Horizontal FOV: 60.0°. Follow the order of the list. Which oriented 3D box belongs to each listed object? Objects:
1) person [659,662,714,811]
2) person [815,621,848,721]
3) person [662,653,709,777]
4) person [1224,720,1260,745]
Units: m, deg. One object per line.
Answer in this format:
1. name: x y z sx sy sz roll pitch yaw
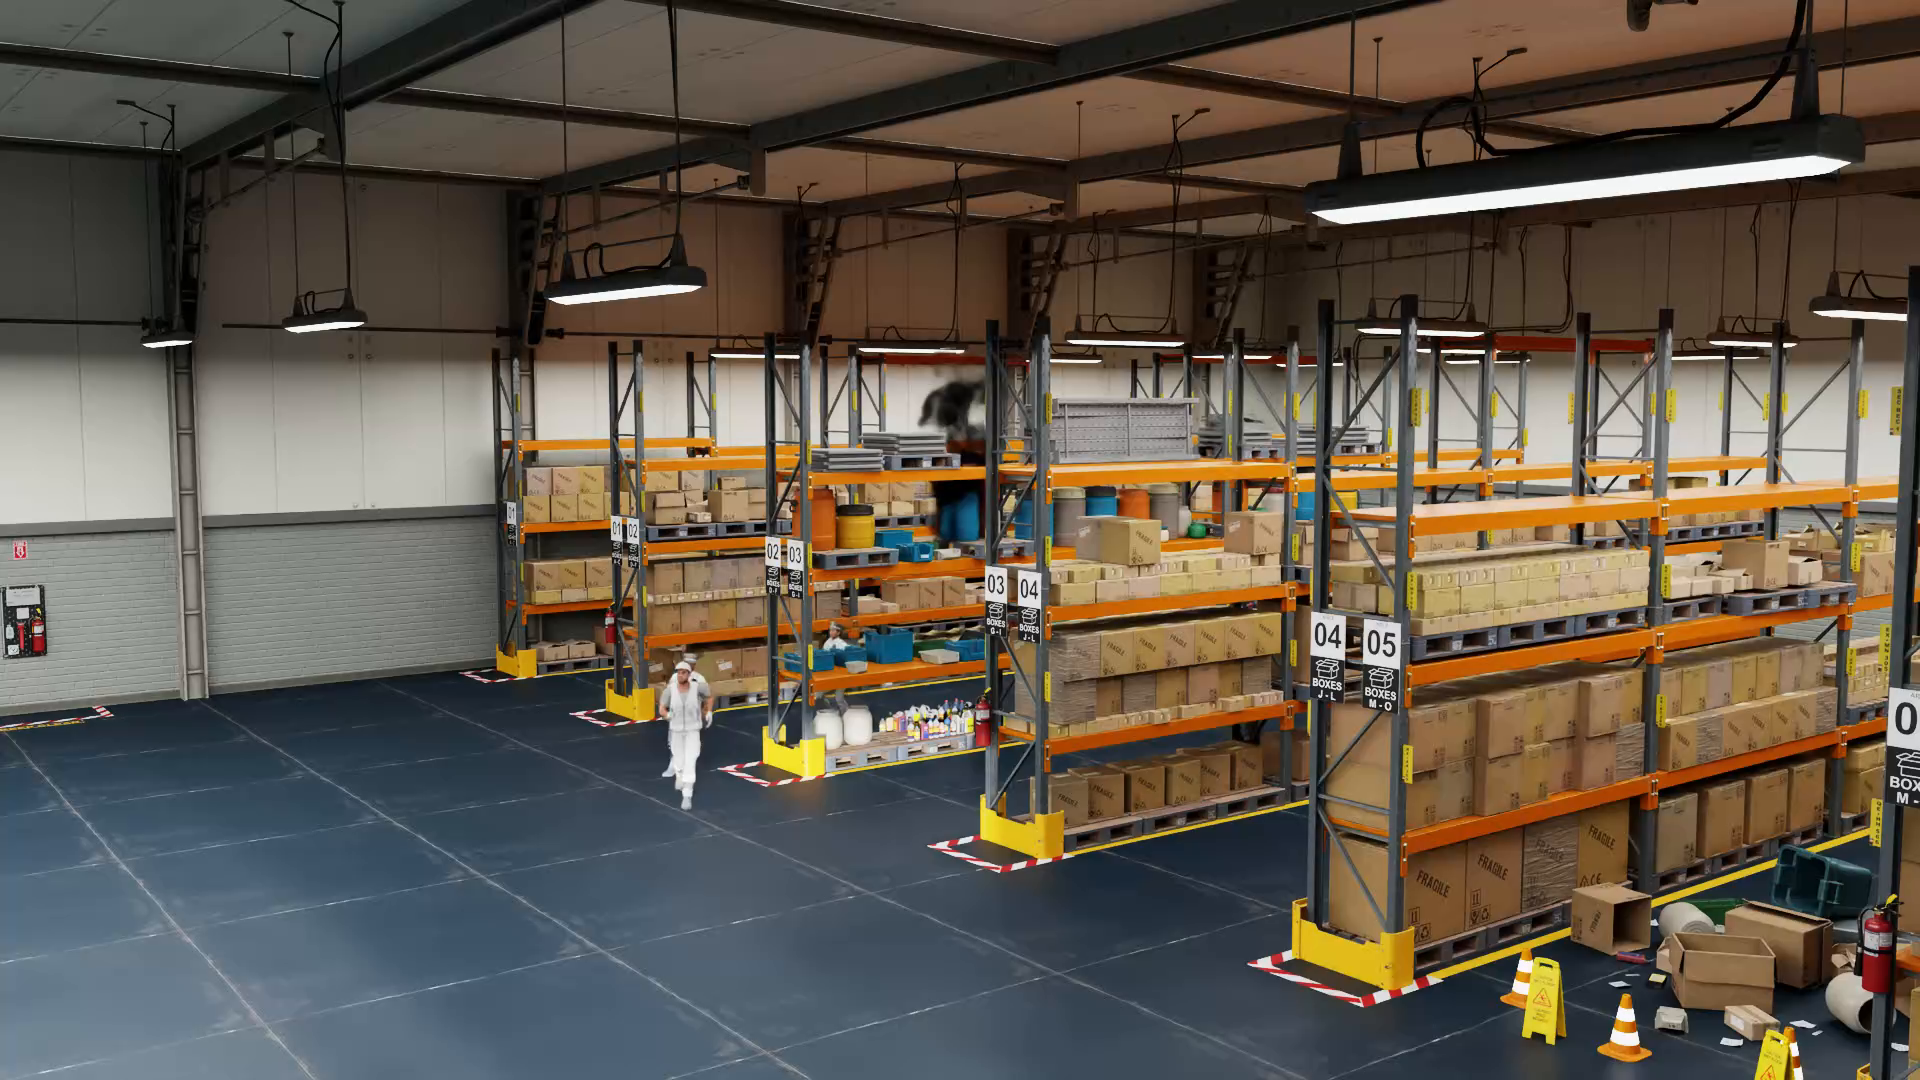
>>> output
1. person: -3.461 2.421 21.046 0.672 1.803 1.002 0 5 -1
2. person: -1.957 2.079 25.569 0.582 1.685 0.666 4 6 38
3. person: -3.730 2.346 22.641 0.656 1.648 0.800 1 5 8
4. person: 3.982 2.340 23.280 0.762 1.594 0.675 -5 7 -43
